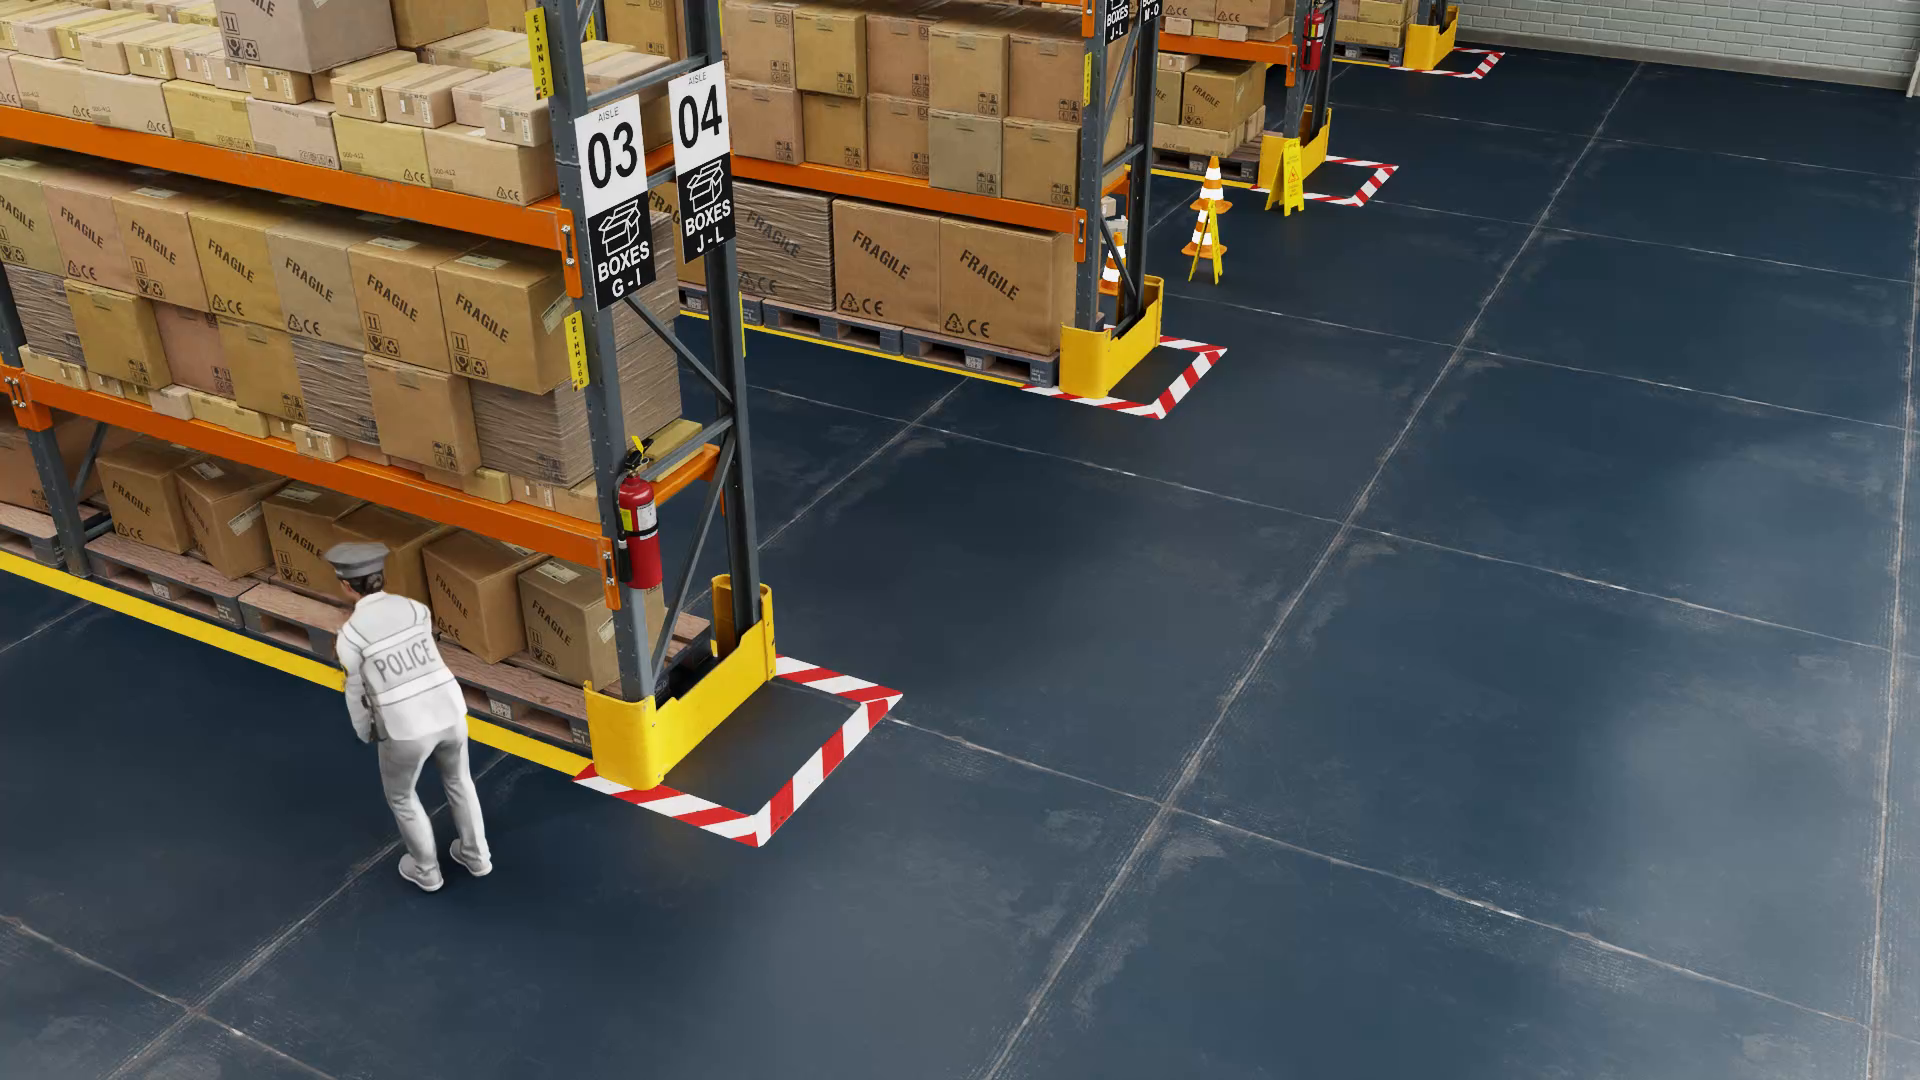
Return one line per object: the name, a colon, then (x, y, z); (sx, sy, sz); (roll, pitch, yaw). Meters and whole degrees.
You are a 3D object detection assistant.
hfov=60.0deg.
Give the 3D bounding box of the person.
person: (-2.308, 0.740, 6.984); (0.474, 1.691, 0.540); (-24, 38, -35)
